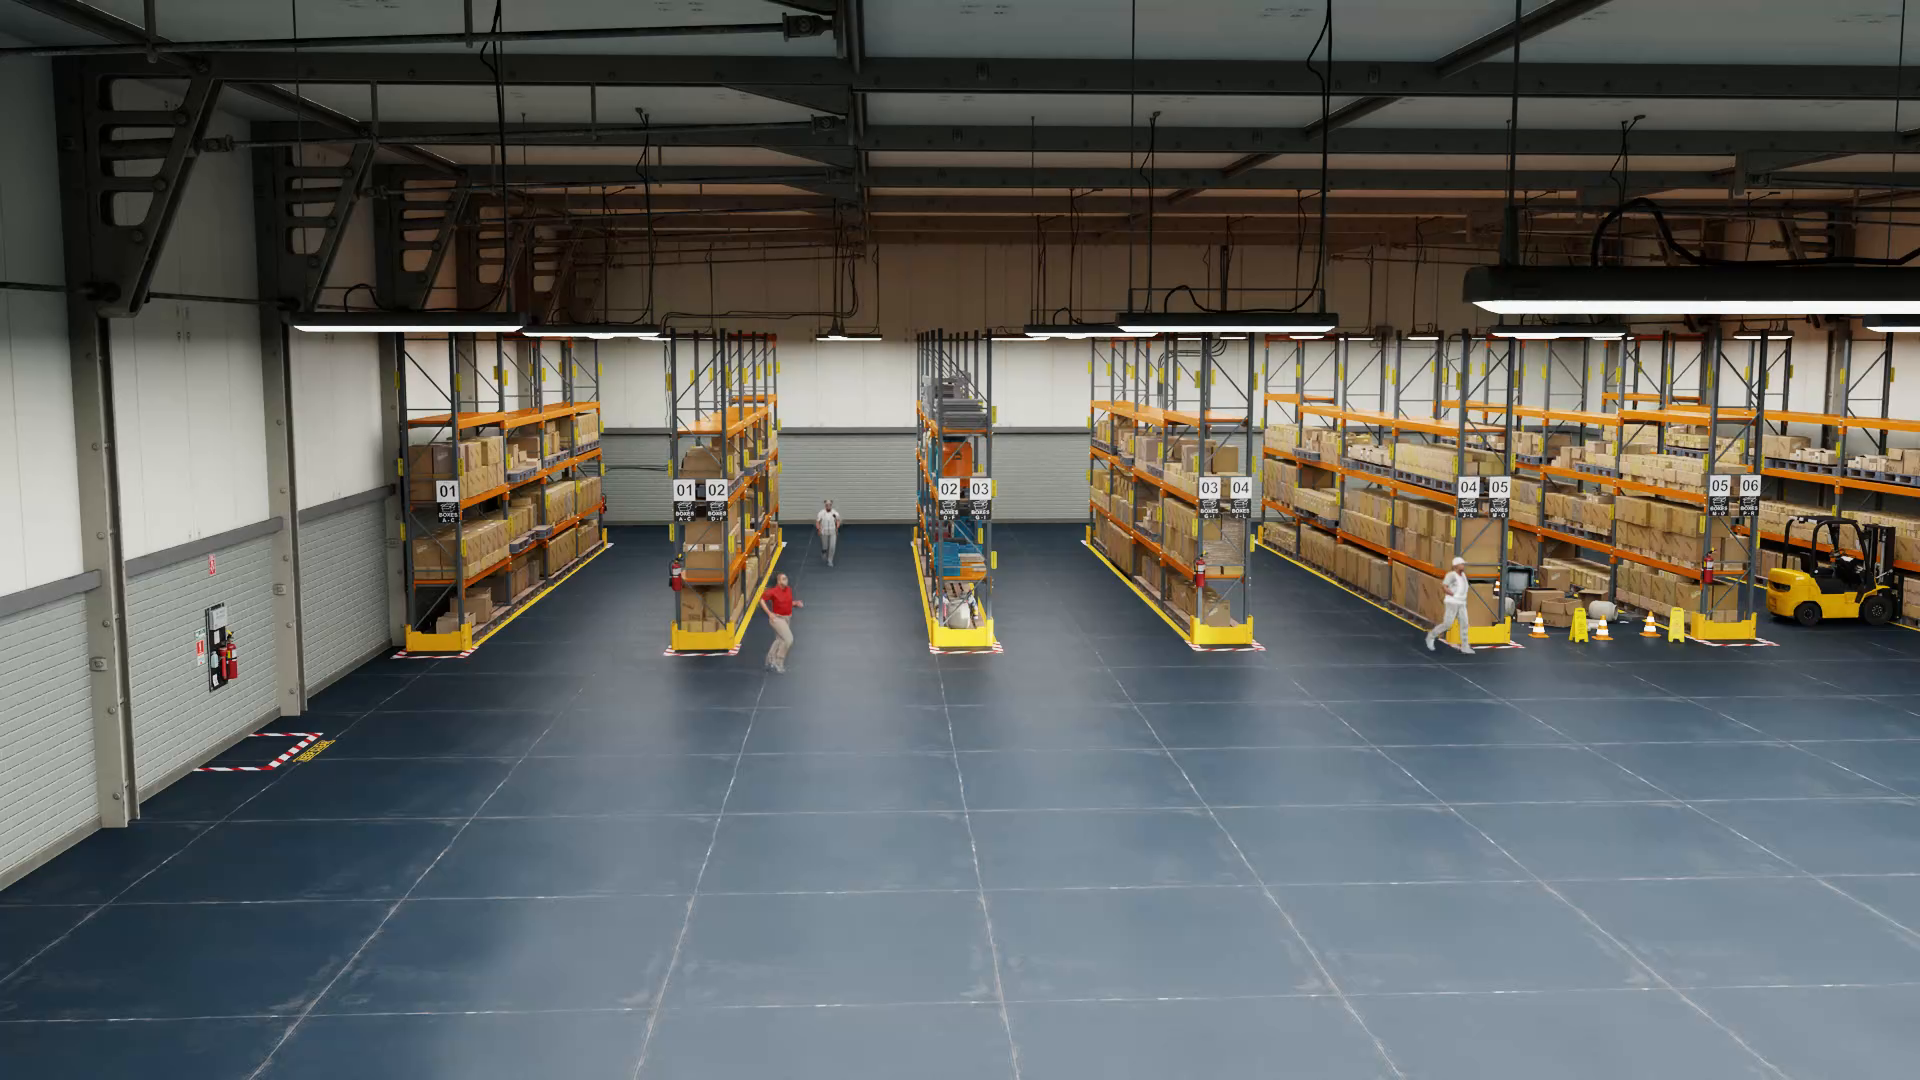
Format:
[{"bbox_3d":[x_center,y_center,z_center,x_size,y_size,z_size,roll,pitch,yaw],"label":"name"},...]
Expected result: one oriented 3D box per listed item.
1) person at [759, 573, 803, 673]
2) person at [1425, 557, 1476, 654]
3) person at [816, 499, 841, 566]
[{"bbox_3d":[-3.101,1.465,29.155,0.737,1.783,0.626,3,8,27],"label":"person"},{"bbox_3d":[9.241,1.193,30.868,0.743,1.751,0.946,-6,9,-43],"label":"person"},{"bbox_3d":[-3.411,-0.205,43.108,0.650,1.733,0.652,-1,7,-10],"label":"person"}]
